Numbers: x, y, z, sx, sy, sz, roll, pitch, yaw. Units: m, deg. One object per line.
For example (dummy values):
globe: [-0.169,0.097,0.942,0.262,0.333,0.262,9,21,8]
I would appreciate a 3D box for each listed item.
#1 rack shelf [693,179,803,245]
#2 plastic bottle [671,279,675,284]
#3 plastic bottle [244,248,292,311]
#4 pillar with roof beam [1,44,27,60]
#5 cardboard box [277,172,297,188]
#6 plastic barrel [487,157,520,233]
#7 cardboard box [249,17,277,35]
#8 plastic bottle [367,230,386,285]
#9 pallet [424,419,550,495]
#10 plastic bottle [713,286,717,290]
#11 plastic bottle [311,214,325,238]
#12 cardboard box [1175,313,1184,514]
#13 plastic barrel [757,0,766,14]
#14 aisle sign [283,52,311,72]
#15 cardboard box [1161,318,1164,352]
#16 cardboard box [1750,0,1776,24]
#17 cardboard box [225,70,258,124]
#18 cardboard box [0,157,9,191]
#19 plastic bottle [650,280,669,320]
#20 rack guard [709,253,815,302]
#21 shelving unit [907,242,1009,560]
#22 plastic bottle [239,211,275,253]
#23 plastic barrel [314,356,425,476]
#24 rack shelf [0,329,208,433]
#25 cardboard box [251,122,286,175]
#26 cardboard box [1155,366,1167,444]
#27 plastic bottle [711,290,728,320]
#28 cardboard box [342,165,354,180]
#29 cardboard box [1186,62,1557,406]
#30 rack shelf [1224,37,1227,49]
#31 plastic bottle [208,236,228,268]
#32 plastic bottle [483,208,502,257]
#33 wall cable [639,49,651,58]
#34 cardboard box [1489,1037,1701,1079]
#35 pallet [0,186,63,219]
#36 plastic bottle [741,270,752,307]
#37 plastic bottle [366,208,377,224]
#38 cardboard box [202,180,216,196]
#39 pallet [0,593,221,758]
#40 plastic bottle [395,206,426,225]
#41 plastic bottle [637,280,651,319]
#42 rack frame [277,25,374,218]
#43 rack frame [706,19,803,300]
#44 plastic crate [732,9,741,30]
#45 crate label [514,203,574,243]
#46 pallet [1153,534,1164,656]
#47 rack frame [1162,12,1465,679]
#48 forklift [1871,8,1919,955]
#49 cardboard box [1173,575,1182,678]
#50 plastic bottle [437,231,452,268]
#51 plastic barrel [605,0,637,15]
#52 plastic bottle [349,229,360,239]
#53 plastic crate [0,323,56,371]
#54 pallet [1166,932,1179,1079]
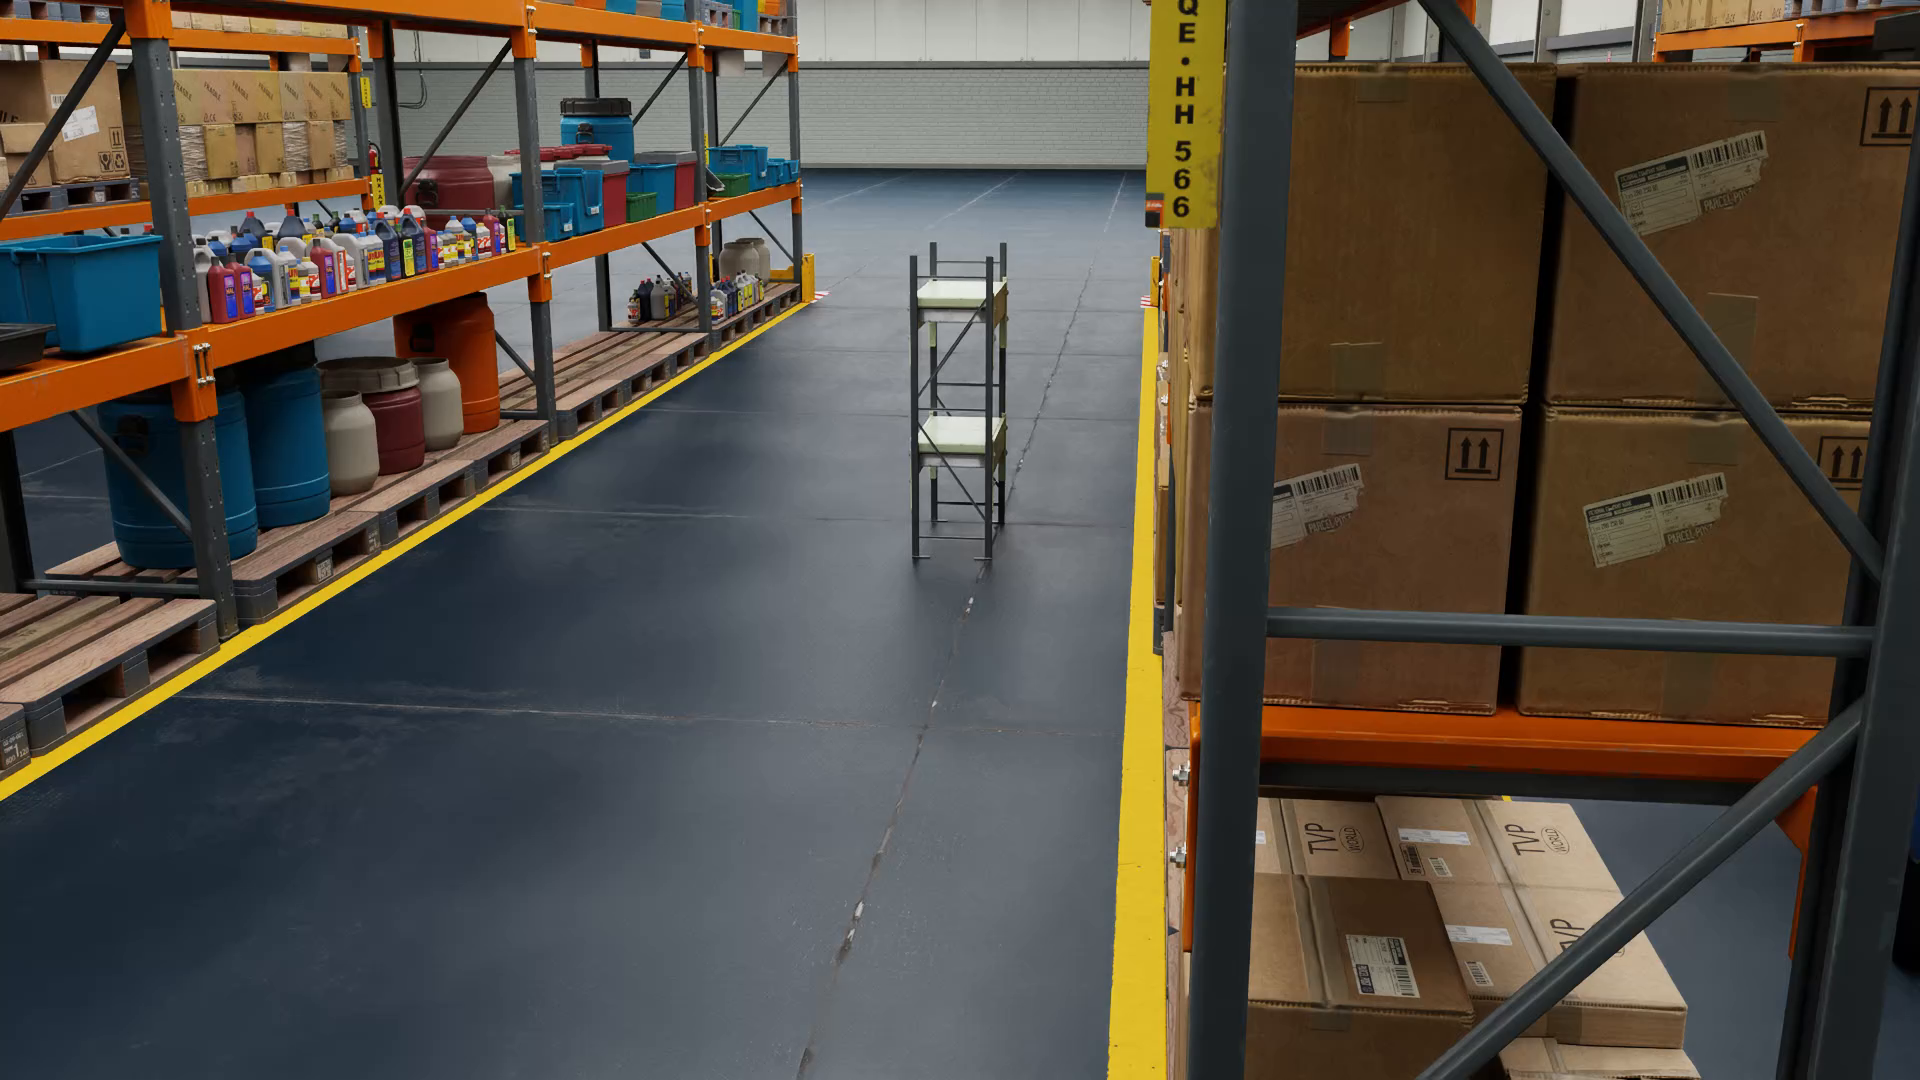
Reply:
rack shelf: [-2.483,-3.291,16.464,1.077,0.370,4.000,2,15,6]
plastic bottle: [-2.822,-2.476,16.458,0.097,0.271,0.097,0,15,0]
plastic bottle: [-3.139,-1.189,7.549,0.152,0.276,0.135,2,15,6]
pillar with roof beam: [-16.623,-12.024,35.888,9.100,9.000,0.400,2,15,6]
cardboard box: [-7.071,-3.709,17.115,0.380,0.149,0.250,2,15,6]
plastic barrel: [-3.256,-2.409,11.611,0.421,0.512,0.421,0,15,0]
cardboard box: [-7.152,-5.153,16.514,0.500,0.250,0.500,1,15,5]
plastic bottle: [-2.999,-1.446,8.510,0.097,0.271,0.097,0,15,0]
pallet: [-3.208,-0.530,10.219,1.003,0.211,1.213,2,15,6]
plastic bottle: [-2.309,-2.253,15.632,0.097,0.271,0.097,0,15,0]
plastic bottle: [-3.669,-1.710,9.462,0.061,0.283,0.133,2,15,6]
cardboard box: [0.755,-0.297,3.821,0.500,0.500,0.500,2,15,7]
plastic barrel: [-2.260,-5.599,16.711,0.600,0.588,0.600,0,15,0]
aisle sign: [-7.470,-5.583,18.581,0.394,0.787,0.004,2,15,6]
cardboard box: [1.628,-1.359,11.332,0.500,0.311,0.500,1,15,5]
cardboard box: [7.016,-4.603,13.961,0.500,0.500,0.500,0,15,2]
cardboard box: [-7.215,-4.309,16.173,0.500,0.500,0.500,2,15,6]
cardboard box: [-7.664,-2.786,12.702,0.500,0.250,0.500,1,15,5]
plastic bottle: [-2.779,-2.224,15.374,0.144,0.351,0.185,2,15,6]
rack guard: [-2.219,-2.929,18.537,1.175,0.500,0.348,2,15,6]
shelving unit: [0.001,-0.726,8.473,0.431,1.500,0.755,2,15,6]
plastic bottle: [-3.709,-1.555,8.759,0.144,0.351,0.185,2,15,6]
plastic barrel: [-3.326,-0.700,9.321,0.600,0.588,0.708,2,15,6]
rack shelf: [-3.837,-0.179,4.954,1.077,0.370,4.000,2,15,6]
cardboard box: [-7.373,-3.962,16.806,0.875,0.500,0.500,2,15,6]
cardboard box: [1.372,-0.695,9.433,0.500,0.500,0.500,1,15,4]
plastic bottle: [-2.228,-2.171,15.321,0.152,0.276,0.135,2,15,8]
cardboard box: [-7.006,-4.102,18.565,0.380,0.149,0.250,2,15,6]
cardboard box: [0.635,-0.515,2.712,0.500,0.500,0.500,2,15,6]
rack shelf: [2.438,-4.592,15.530,1.077,0.370,4.000,2,15,6]
plastic bottle: [-3.649,-1.356,8.176,0.097,0.271,0.097,0,15,0]
plastic bottle: [-2.808,-1.848,9.975,0.061,0.283,0.133,2,15,6]
wall cable: [-8.469,-17.346,49.056,2.305,6.003,0.169,2,15,6]
cardboard box: [1.275,1.132,3.315,0.380,0.166,0.250,2,15,6]
pallet: [-7.899,-2.650,13.083,1.003,0.211,1.213,2,15,6]
plastic bottle: [-2.115,-2.458,16.237,0.144,0.351,0.185,2,15,9]
plastic bottle: [-3.570,-1.888,10.144,0.097,0.271,0.097,0,15,0]
cardboard box: [-7.265,-3.321,15.679,0.380,0.149,0.250,2,15,6]
pallet: [-3.656,0.493,6.433,1.003,0.211,1.213,2,15,6]
plastic bottle: [-3.379,-1.915,10.235,0.152,0.276,0.135,2,15,6]
plastic bottle: [-2.923,-2.229,15.390,0.144,0.351,0.185,1,15,5]
rack frame: [-7.179,-4.303,18.828,1.000,3.000,0.127,2,15,6]
rack frame: [-2.257,-4.157,18.289,1.000,3.000,0.127,2,15,6]
plastic crate: [-2.260,-4.866,15.572,0.336,0.188,0.450,2,15,6]
crate label: [-2.740,-2.100,11.001,0.303,0.233,0.416,2,15,6]
pallet: [1.364,0.236,7.384,1.003,0.211,1.213,2,15,6]
rack frame: [1.310,-0.898,6.236,1.000,3.000,0.127,2,15,6]
forklift: [3.423,-0.589,5.227,1.130,2.935,3.031,5,16,17]
cardboard box: [1.047,0.290,6.150,0.500,0.311,0.500,2,15,6]
plastic bottle: [-2.905,-1.628,9.317,0.097,0.201,0.097,0,15,0]
plastic barrel: [-2.698,-4.332,12.229,0.600,0.901,0.708,2,15,6]
plastic bottle: [-3.131,-1.476,8.619,0.097,0.271,0.097,0,15,0]
plastic crate: [-3.471,-0.643,5.704,0.437,0.125,0.590,2,15,6]
pallet: [0.956,1.259,3.601,1.003,0.211,1.213,2,15,6]
